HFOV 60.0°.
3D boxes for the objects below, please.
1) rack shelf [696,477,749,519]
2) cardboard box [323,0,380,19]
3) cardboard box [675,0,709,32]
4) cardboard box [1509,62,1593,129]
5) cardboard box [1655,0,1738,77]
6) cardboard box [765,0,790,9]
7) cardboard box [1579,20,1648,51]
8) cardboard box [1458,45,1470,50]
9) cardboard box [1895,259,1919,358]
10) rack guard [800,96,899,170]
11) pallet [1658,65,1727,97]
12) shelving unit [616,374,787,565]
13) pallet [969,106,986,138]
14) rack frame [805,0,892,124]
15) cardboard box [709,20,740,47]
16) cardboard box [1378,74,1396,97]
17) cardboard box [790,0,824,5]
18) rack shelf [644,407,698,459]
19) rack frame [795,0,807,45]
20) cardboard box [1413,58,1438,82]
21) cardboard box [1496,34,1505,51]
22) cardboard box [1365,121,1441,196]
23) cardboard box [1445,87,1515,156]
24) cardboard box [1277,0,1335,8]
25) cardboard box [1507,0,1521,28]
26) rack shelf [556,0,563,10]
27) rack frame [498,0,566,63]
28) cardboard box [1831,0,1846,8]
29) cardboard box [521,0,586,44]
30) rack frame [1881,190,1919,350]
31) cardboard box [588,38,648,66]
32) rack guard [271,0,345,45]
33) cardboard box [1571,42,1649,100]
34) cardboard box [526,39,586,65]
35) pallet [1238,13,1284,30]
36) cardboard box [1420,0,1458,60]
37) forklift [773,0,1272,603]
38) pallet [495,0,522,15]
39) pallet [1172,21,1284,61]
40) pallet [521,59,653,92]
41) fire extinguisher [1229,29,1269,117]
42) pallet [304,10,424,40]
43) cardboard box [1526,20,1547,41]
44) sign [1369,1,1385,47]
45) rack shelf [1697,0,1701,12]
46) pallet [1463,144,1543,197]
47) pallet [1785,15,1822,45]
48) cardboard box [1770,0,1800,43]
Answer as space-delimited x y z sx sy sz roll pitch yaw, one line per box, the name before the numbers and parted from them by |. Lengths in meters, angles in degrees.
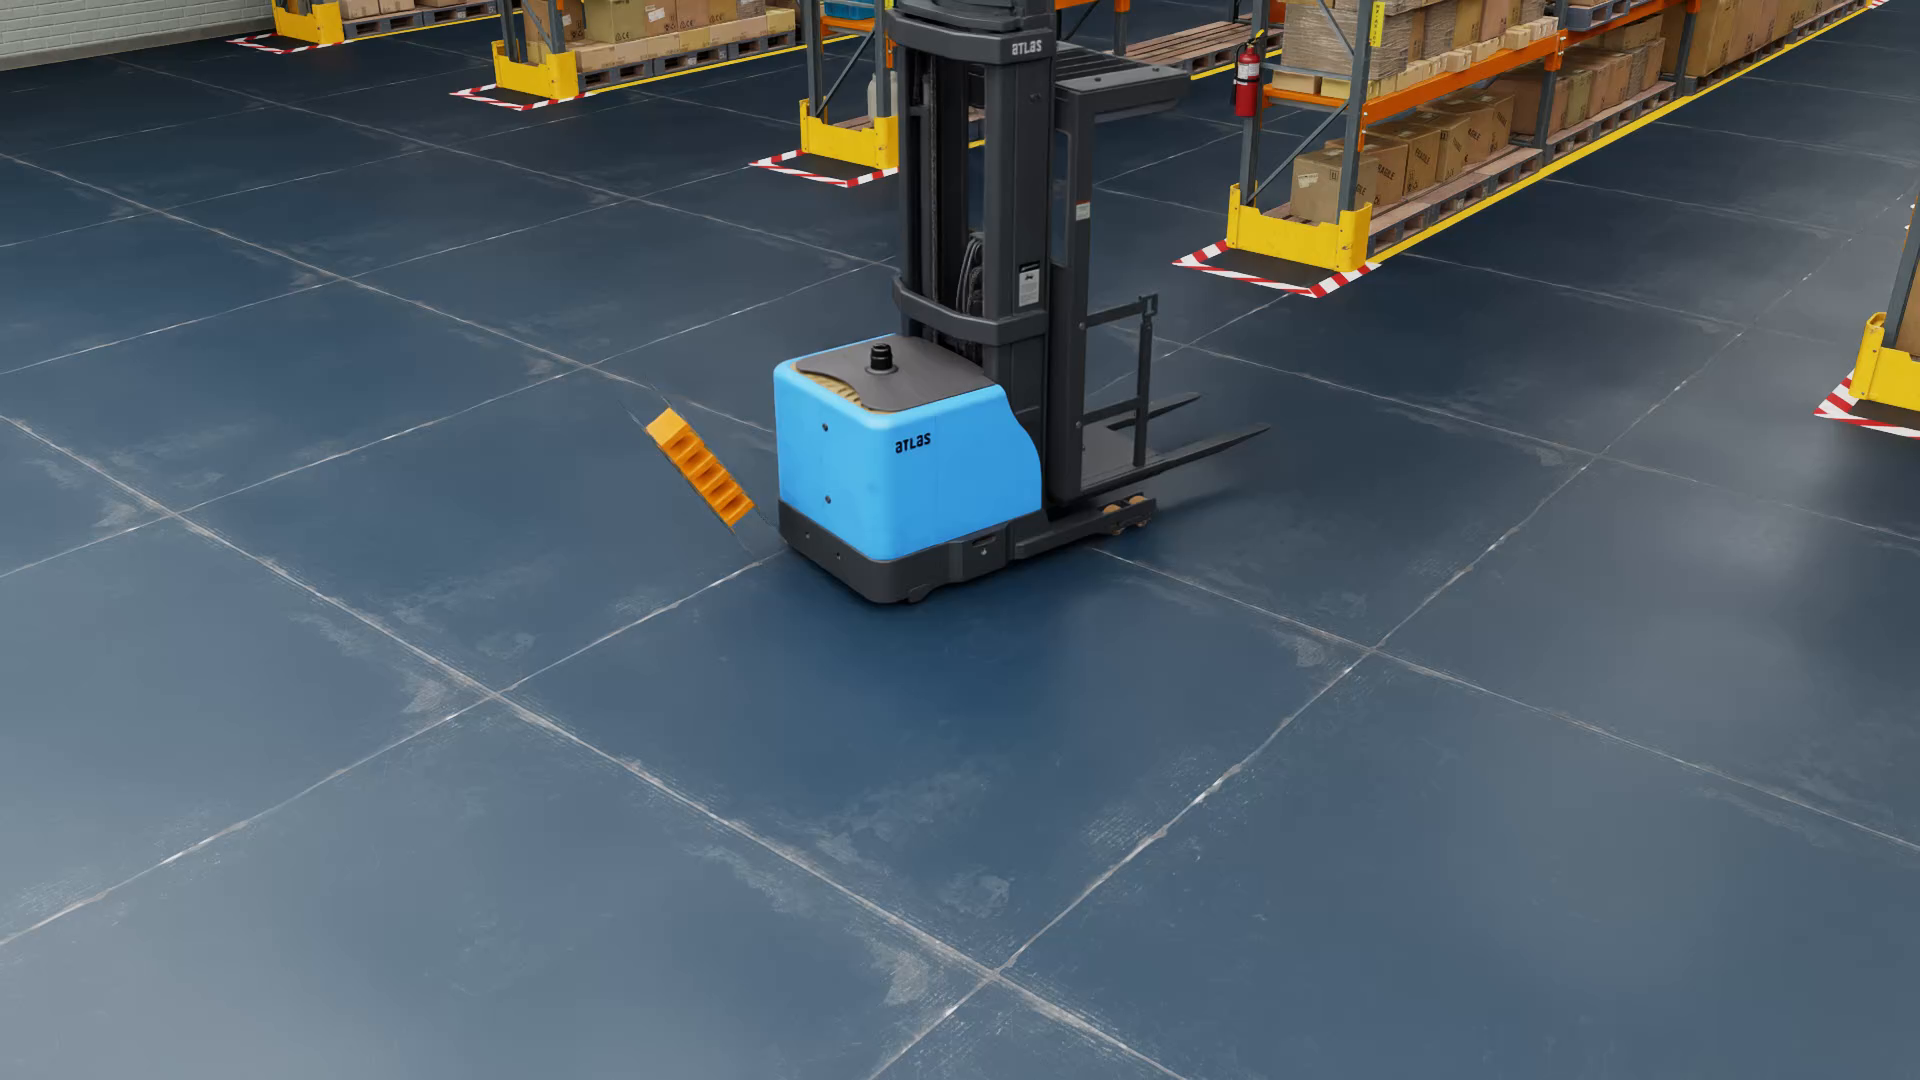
rack shelf | -1.265 -0.250 8.816 0.180 0.103 0.258 -42 39 -8
cardboard box | -8.221 -7.246 22.439 0.500 0.311 0.500 17 32 29
cardboard box | -3.437 -6.534 20.334 0.500 0.500 0.500 21 34 34
cardboard box | 6.006 -4.561 17.043 0.700 0.500 0.500 21 34 34
cardboard box | 8.280 -6.000 19.440 1.225 0.875 0.875 19 33 32
cardboard box | -2.321 -7.194 22.428 0.500 0.250 0.500 20 34 34
cardboard box | 7.092 -5.500 18.042 0.500 0.250 0.500 -24 36 -38
cardboard box | 4.187 -4.233 14.442 0.380 0.149 0.250 21 34 34
cardboard box | 6.880 -1.700 11.126 0.875 0.875 0.875 21 34 35
rack guard | -1.074 -4.060 16.555 1.175 0.500 0.348 21 34 34
pallet | 8.384 -5.538 19.725 1.003 0.211 1.213 21 34 34
shelving unit | -1.340 -0.353 8.713 0.189 1.200 0.258 -42 39 -8
pallet | 0.224 -4.649 18.008 1.003 0.211 1.213 21 34 34
rack frame | -1.086 -5.130 15.902 1.000 3.000 0.127 21 34 34
cardboard box | -3.120 -6.378 20.850 0.500 0.250 0.500 21 34 34
cardboard box | 3.275 -3.685 13.383 0.380 0.149 0.250 21 34 34
cardboard box | -1.906 -7.285 21.993 0.500 0.311 0.500 21 34 35
rack shelf | -1.484 -0.552 8.514 0.180 0.103 0.258 -42 39 -8
rack frame | -2.361 -7.997 21.444 1.000 3.000 0.127 21 34 34
cardboard box | 3.753 -3.951 13.896 0.380 0.149 0.250 21 34 34
cardboard box | 4.665 -4.499 14.955 0.380 0.149 0.250 21 34 34
cardboard box | 3.913 -3.414 14.848 0.500 0.500 0.500 25 36 39
cardboard box | 4.995 -4.047 16.072 0.500 0.500 0.500 20 33 33
cardboard box | 2.895 -4.570 13.299 0.500 0.500 0.500 21 34 34
cardboard box | 4.601 -4.969 15.158 0.875 0.500 0.500 21 34 34
rack shelf | -3.633 -6.969 20.239 1.077 0.370 4.000 21 34 34
rack frame | -4.905 -6.579 18.703 1.000 3.000 0.127 21 34 34
cardboard box | 11.989 -8.025 23.354 0.875 0.875 0.875 21 34 34
cardboard box | -4.794 -6.154 19.602 0.500 0.500 0.500 21 34 34
rack frame | 6.499 -2.197 10.232 1.000 3.000 0.127 21 34 34
cardboard box | -4.077 -5.848 19.825 0.500 0.250 0.500 21 34 34
rack guard | -8.682 -6.942 22.125 1.175 0.500 0.348 21 34 34
cardboard box | 7.071 -5.160 18.202 0.700 0.500 0.500 18 32 30
cardboard box | -4.792 -5.821 19.773 0.500 0.250 0.500 21 34 34
pallet | 4.472 -7.020 22.589 1.003 0.211 1.213 21 34 34
cardboard box | 3.684 -4.423 14.103 0.875 0.500 0.500 21 34 34
forklift | 0.489 -1.505 8.969 3.031 2.935 1.130 -19 33 -32
pallet | -6.586 -7.957 24.401 1.003 0.211 1.213 21 34 34
pallet | 3.480 -6.465 21.517 1.003 0.211 1.213 21 34 34
pallet | -4.451 -5.624 19.891 1.003 0.211 1.213 21 34 34
fire extinguisher | 2.308 -3.742 13.303 0.296 0.674 0.183 21 34 34
pallet | -8.138 -7.092 22.729 1.003 0.211 1.213 21 34 34
cardboard box | 5.204 -4.741 15.424 0.380 0.149 0.250 21 34 34
sign | 3.155 -3.908 12.598 0.100 0.325 0.005 21 34 34
rack shelf | 9.097 -6.908 20.123 1.077 0.370 4.000 21 34 34
pallet | 4.881 -3.614 16.006 1.003 0.211 1.213 21 34 34
pallet | 10.913 -6.945 22.446 1.003 0.211 1.213 21 34 34
cardboard box | 9.977 -6.947 21.270 1.225 0.875 0.875 21 34 35
